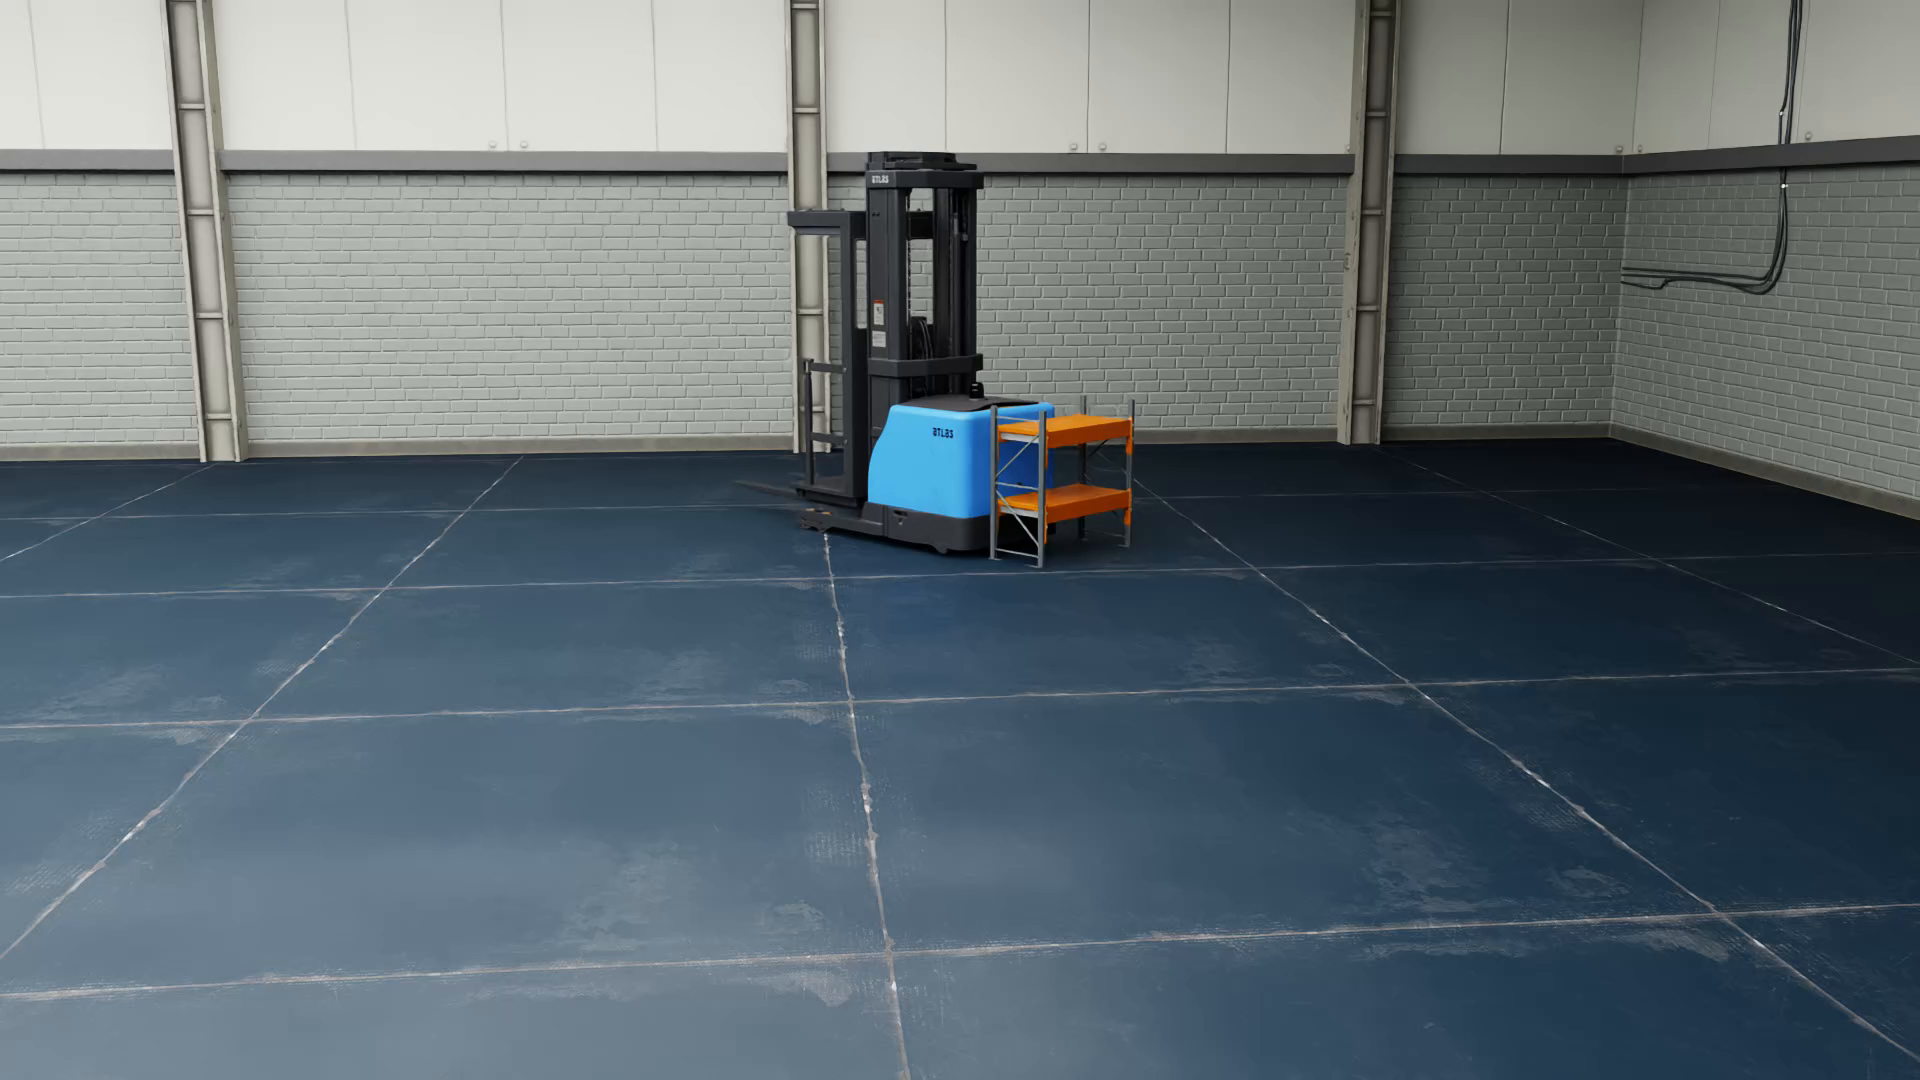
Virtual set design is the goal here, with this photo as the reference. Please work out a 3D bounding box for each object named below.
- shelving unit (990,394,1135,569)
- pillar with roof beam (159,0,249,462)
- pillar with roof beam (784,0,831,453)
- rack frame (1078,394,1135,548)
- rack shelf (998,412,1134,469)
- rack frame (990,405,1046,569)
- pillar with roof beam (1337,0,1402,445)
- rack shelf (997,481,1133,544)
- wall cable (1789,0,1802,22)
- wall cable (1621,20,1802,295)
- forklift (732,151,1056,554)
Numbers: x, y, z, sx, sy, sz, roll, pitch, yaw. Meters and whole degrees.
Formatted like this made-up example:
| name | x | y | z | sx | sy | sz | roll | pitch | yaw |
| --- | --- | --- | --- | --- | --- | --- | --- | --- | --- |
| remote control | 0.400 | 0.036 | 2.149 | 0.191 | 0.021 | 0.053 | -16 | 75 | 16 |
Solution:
| name | x | y | z | sx | sy | sz | roll | pitch | yaw |
| --- | --- | --- | --- | --- | --- | --- | --- | --- | --- |
| shelving unit | 0.759 | -0.453 | 12.258 | 0.538 | 1.125 | 1.048 | 10 | 15 | 42 |
| pillar with roof beam | -7.074 | -4.415 | 11.996 | 0.400 | 9.000 | 9.100 | -1 | 11 | -6 |
| pillar with roof beam | -1.109 | -4.540 | 12.632 | 0.400 | 9.000 | 9.100 | -1 | 11 | -6 |
| rack frame | 1.106 | -0.525 | 12.622 | 0.500 | 1.125 | 0.032 | 10 | 15 | 42 |
| rack shelf | 0.759 | -0.741 | 12.201 | 0.538 | 0.278 | 1.000 | 10 | 15 | 42 |
| rack frame | 0.412 | -0.382 | 11.893 | 0.500 | 1.125 | 0.032 | 10 | 15 | 42 |
| pillar with roof beam | 4.856 | -4.665 | 13.268 | 0.400 | 9.000 | 9.100 | -1 | 11 | -6 |
| rack shelf | 0.759 | -0.213 | 12.305 | 0.538 | 0.278 | 1.000 | 10 | 15 | 42 |
| wall cable | 7.755 | -5.734 | 13.663 | 0.112 | 2.526 | 3.097 | -1 | 11 | -6 |
| wall cable | 7.462 | -3.775 | 16.789 | 0.112 | 2.526 | 3.097 | -1 | 11 | -6 |
| forklift | -0.658 | -1.558 | 13.197 | 1.130 | 2.935 | 3.031 | -11 | 15 | -43 |
